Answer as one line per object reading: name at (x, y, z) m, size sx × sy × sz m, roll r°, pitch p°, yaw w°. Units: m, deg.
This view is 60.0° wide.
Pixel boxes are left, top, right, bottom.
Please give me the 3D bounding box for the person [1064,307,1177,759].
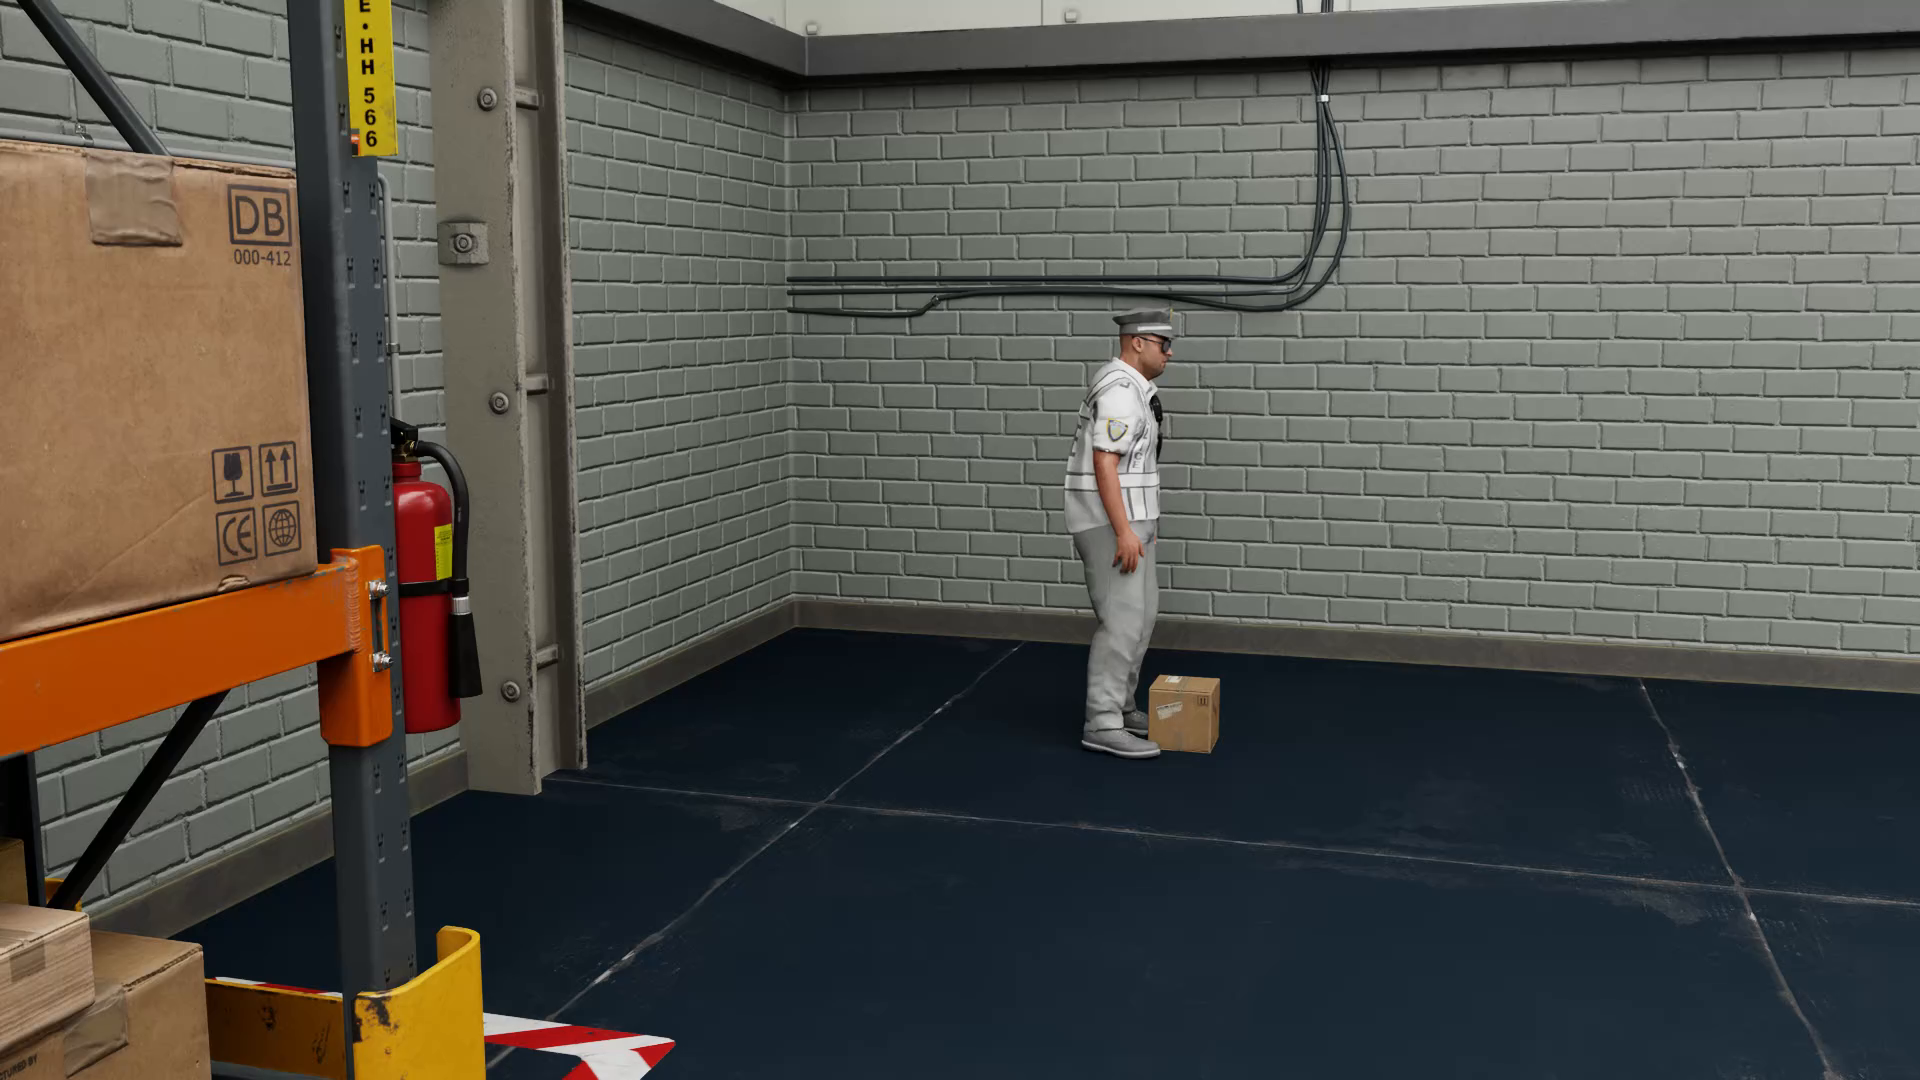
person at (0.642, -0.054, 6.671) m, size 0.433 × 1.749 × 0.600 m, roll 2°, pitch 9°, yaw 14°
